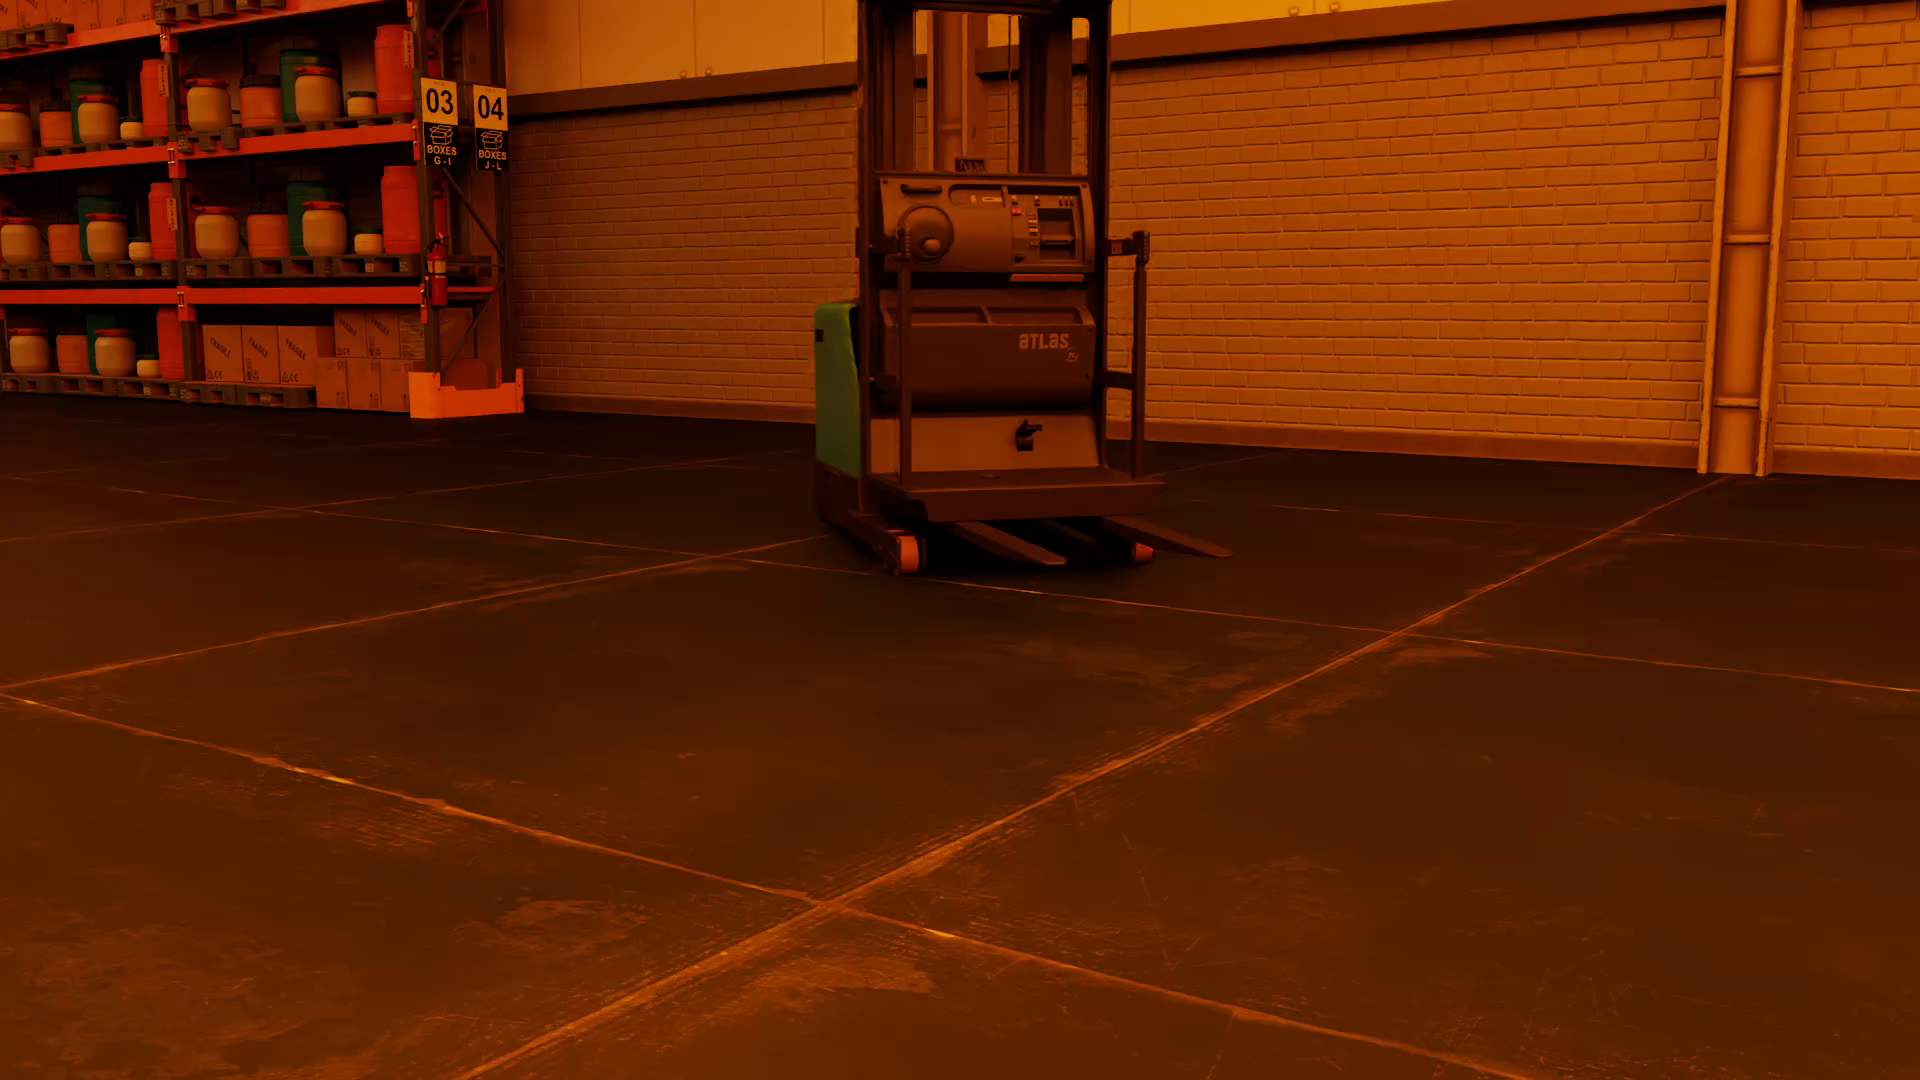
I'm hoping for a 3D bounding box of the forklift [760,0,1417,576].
[{"bbox_3d":[0.440,-1.390,6.968,1.130,2.935,3.031,-8,11,-43],"label":"forklift"}]
